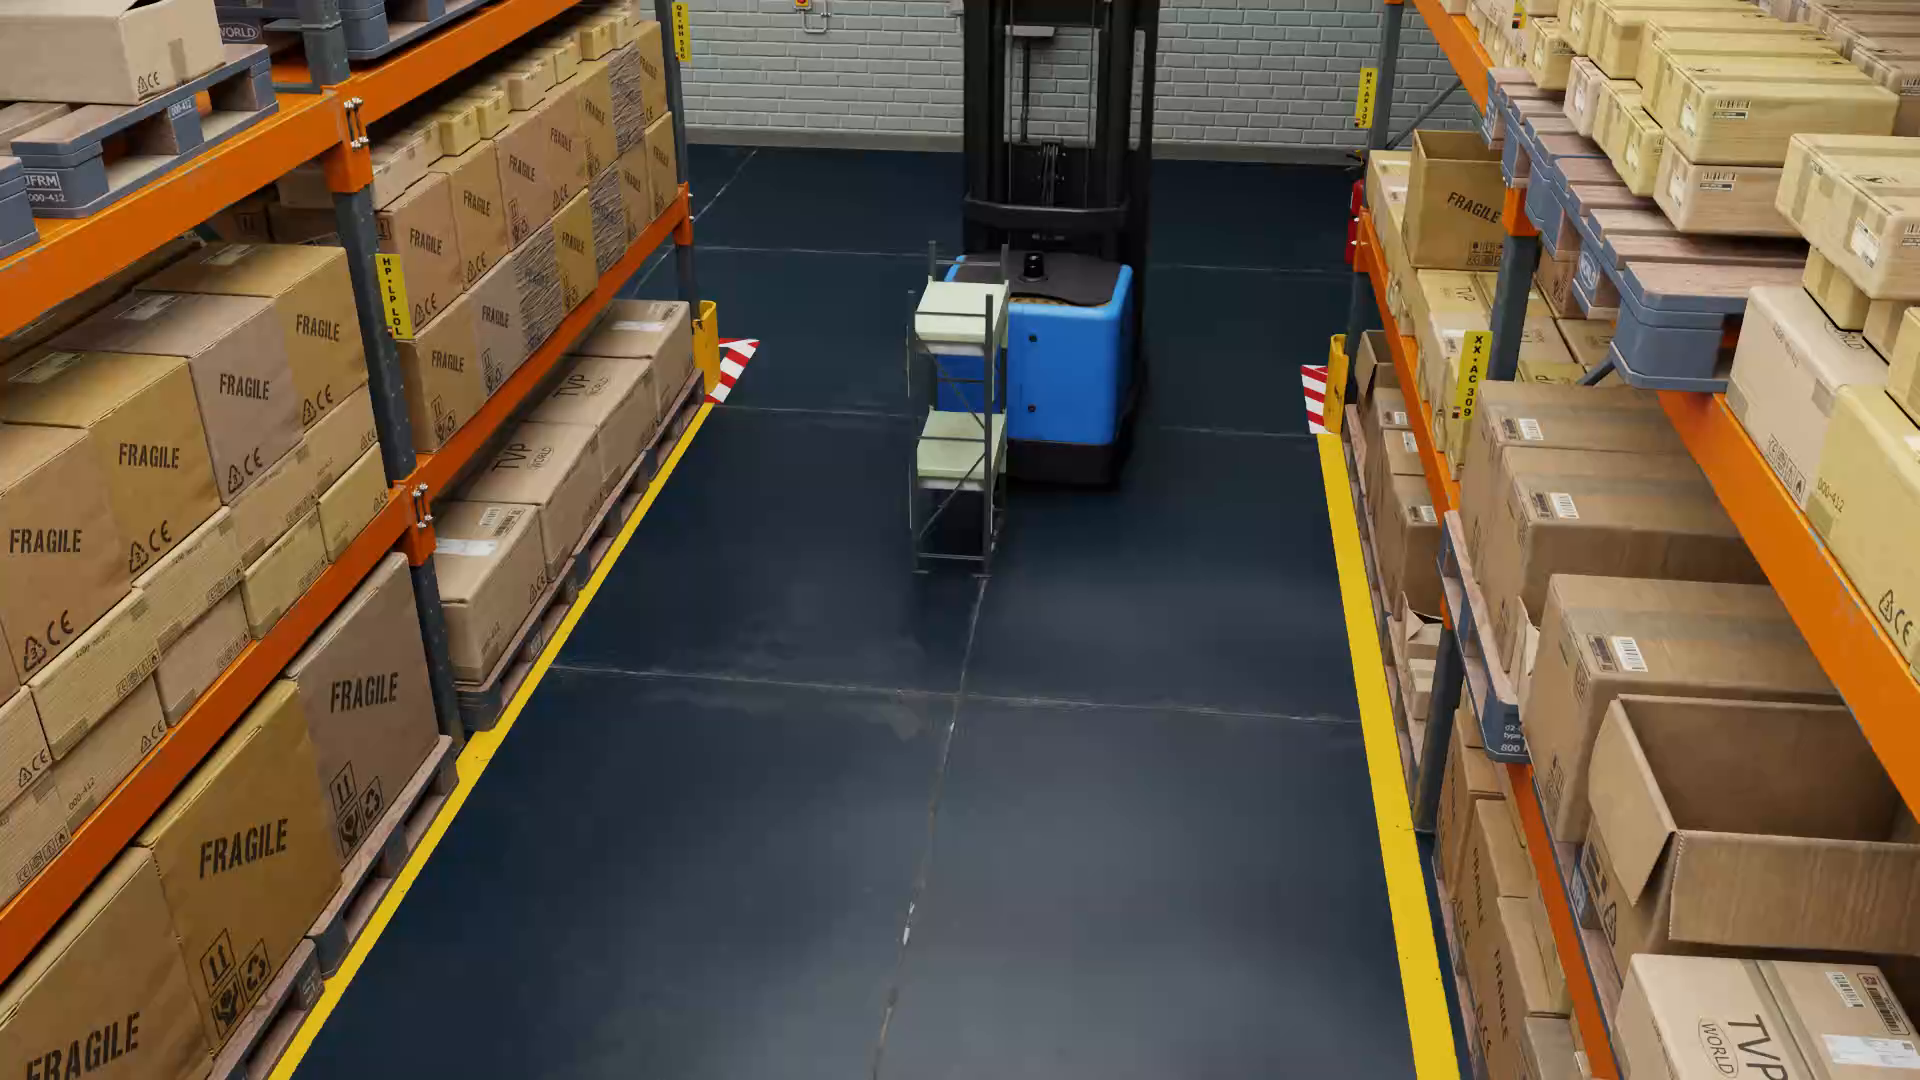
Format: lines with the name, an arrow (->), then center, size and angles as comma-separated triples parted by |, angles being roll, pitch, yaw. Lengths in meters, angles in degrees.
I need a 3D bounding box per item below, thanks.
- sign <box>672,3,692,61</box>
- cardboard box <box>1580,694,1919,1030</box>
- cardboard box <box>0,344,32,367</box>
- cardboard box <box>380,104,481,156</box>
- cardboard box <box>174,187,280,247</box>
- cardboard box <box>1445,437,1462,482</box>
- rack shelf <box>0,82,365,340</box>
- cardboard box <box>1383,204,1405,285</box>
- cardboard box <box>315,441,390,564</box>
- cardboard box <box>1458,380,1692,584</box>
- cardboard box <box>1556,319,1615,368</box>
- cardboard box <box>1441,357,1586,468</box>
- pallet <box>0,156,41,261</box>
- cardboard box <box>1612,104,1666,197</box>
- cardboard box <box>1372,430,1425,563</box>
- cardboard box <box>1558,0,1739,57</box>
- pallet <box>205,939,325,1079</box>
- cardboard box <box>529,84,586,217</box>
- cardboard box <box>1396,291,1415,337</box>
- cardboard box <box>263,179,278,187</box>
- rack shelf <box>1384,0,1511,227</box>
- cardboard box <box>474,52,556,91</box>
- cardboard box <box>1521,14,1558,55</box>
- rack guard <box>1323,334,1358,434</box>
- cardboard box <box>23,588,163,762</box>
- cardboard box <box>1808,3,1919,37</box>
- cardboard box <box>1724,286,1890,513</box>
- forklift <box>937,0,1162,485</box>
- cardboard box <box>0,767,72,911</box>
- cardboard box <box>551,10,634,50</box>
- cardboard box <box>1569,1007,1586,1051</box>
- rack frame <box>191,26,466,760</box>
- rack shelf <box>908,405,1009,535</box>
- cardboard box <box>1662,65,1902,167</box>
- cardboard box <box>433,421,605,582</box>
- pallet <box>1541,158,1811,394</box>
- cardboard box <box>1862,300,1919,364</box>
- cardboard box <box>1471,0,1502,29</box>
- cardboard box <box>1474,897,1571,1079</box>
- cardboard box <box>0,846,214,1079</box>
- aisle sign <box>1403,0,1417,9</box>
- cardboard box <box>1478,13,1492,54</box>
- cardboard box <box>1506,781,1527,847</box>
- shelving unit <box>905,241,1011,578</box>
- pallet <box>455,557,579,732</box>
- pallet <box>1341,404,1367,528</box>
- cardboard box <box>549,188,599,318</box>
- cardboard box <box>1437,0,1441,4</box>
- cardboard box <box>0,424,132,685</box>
sign -> -1.593, -2.903, 9.505 | 0.100, 0.325, 0.005 | 3, 28, 6
cardboard box -> 1.833, 0.716, 3.707 | 0.797, 0.503, 0.637 | 3, 28, 5
cardboard box -> -3.058, -0.261, 4.912 | 0.500, 0.500, 0.500 | 3, 28, 5
cardboard box -> -2.228, -1.705, 6.909 | 0.380, 0.149, 0.250 | 3, 28, 6
cardboard box -> -2.837, -1.167, 6.593 | 0.500, 0.500, 0.500 | 3, 28, 6
cardboard box -> 2.105, -0.335, 6.475 | 0.380, 0.149, 0.250 | 4, 29, 8
rack shelf -> -2.865, -0.507, 4.124 | 1.077, 0.370, 4.000 | 3, 28, 6
cardboard box -> 2.353, -1.431, 8.088 | 0.500, 0.250, 0.500 | 3, 28, 5
cardboard box -> -2.425, -0.152, 6.028 | 0.500, 0.250, 0.500 | 3, 28, 5
cardboard box -> 2.025, -0.172, 5.358 | 0.700, 0.500, 0.500 | 4, 29, 7
cardboard box -> 2.690, -0.676, 6.687 | 0.500, 0.250, 0.500 | 3, 28, 6
cardboard box -> 2.127, -0.476, 6.316 | 0.500, 0.250, 0.500 | 4, 29, 7
pallet -> -2.950, -0.631, 3.796 | 1.003, 0.211, 1.213 | 5, 29, 9
cardboard box -> 1.712, -0.879, 3.773 | 0.380, 0.149, 0.250 | 4, 29, 7
cardboard box -> 2.320, -0.199, 8.150 | 0.500, 0.500, 0.500 | 4, 29, 7
cardboard box -> 1.799, -1.366, 4.362 | 0.380, 0.149, 0.250 | 3, 28, 5
pallet -> -2.787, 1.727, 5.322 | 1.003, 0.211, 1.213 | 3, 28, 6
cardboard box -> -2.115, -1.854, 7.868 | 0.500, 0.500, 0.500 | 3, 28, 6
cardboard box -> 2.265, -1.062, 7.824 | 0.380, 0.149, 0.250 | 4, 29, 7
cardboard box -> -2.758, -1.495, 6.519 | 0.380, 0.149, 0.250 | 4, 29, 7
rack shelf -> 2.551, -2.103, 7.086 | 1.077, 0.370, 4.000 | 3, 28, 6
cardboard box -> -2.128, -2.190, 7.809 | 0.380, 0.149, 0.250 | 4, 29, 8
cardboard box -> 1.875, -1.479, 4.886 | 0.380, 0.149, 0.250 | 4, 29, 7
rack guard -> 2.787, -0.904, 9.901 | 1.175, 0.500, 0.348 | 3, 28, 6
cardboard box -> -2.590, 0.345, 4.577 | 0.500, 0.250, 0.500 | 4, 29, 7
cardboard box -> 2.313, -1.216, 4.086 | 0.380, 0.149, 0.250 | 4, 29, 8
cardboard box -> 1.760, -0.257, 3.060 | 0.500, 0.250, 0.500 | 3, 28, 6
forklift -> 0.606, -2.273, 9.879 | 1.130, 2.935, 3.031 | 5, 29, 9
cardboard box -> -2.685, 0.800, 4.261 | 0.500, 0.250, 0.500 | 4, 29, 8
cardboard box -> -1.931, -2.669, 8.698 | 0.380, 0.149, 0.250 | 3, 28, 6
cardboard box -> 1.896, 1.373, 4.548 | 0.380, 0.149, 0.250 | 3, 29, 6
rack frame -> -2.620, -0.444, 6.412 | 1.000, 3.000, 0.127 | 3, 28, 6
rack shelf -> -0.001, -0.370, 8.543 | 0.431, 0.370, 0.720 | 3, 28, 6
cardboard box -> 1.704, -0.884, 3.468 | 0.380, 0.149, 0.250 | 4, 29, 6
cardboard box -> -2.328, -0.212, 8.239 | 0.875, 0.438, 0.875 | 3, 28, 5
pallet -> 2.033, -0.604, 3.744 | 1.213, 0.211, 1.003 | 3, 28, 6
cardboard box -> 1.797, -0.363, 2.836 | 0.380, 0.149, 0.250 | 4, 29, 7
cardboard box -> 2.170, -2.030, 6.037 | 0.500, 0.250, 0.500 | 2, 28, 4
cardboard box -> 1.903, 1.459, 5.073 | 0.500, 0.500, 0.500 | 3, 28, 5
cardboard box -> -2.830, 1.449, 4.695 | 0.875, 0.875, 0.875 | 4, 29, 7
aisle sign -> 2.513, -3.234, 8.849 | 0.394, 0.787, 0.004 | 3, 28, 6
cardboard box -> 2.166, -1.910, 6.235 | 0.380, 0.149, 0.250 | 3, 28, 6
cardboard box -> 2.021, 0.882, 5.459 | 0.380, 0.149, 0.250 | 2, 28, 4
shelving unit -> -0.001, -0.657, 8.388 | 0.431, 1.500, 0.755 | 3, 28, 6
pallet -> -2.450, 0.430, 7.729 | 1.003, 0.211, 1.213 | 3, 28, 6
pallet -> 2.690, -0.401, 9.273 | 1.003, 0.211, 1.213 | 3, 28, 6
cardboard box -> -2.107, -1.407, 8.093 | 0.500, 0.500, 0.500 | 4, 29, 8
cardboard box -> 2.242, -2.398, 7.140 | 0.380, 0.149, 0.250 | 3, 29, 6
cardboard box -> -2.612, 0.023, 4.386 | 0.500, 0.500, 0.500 | 4, 29, 7
